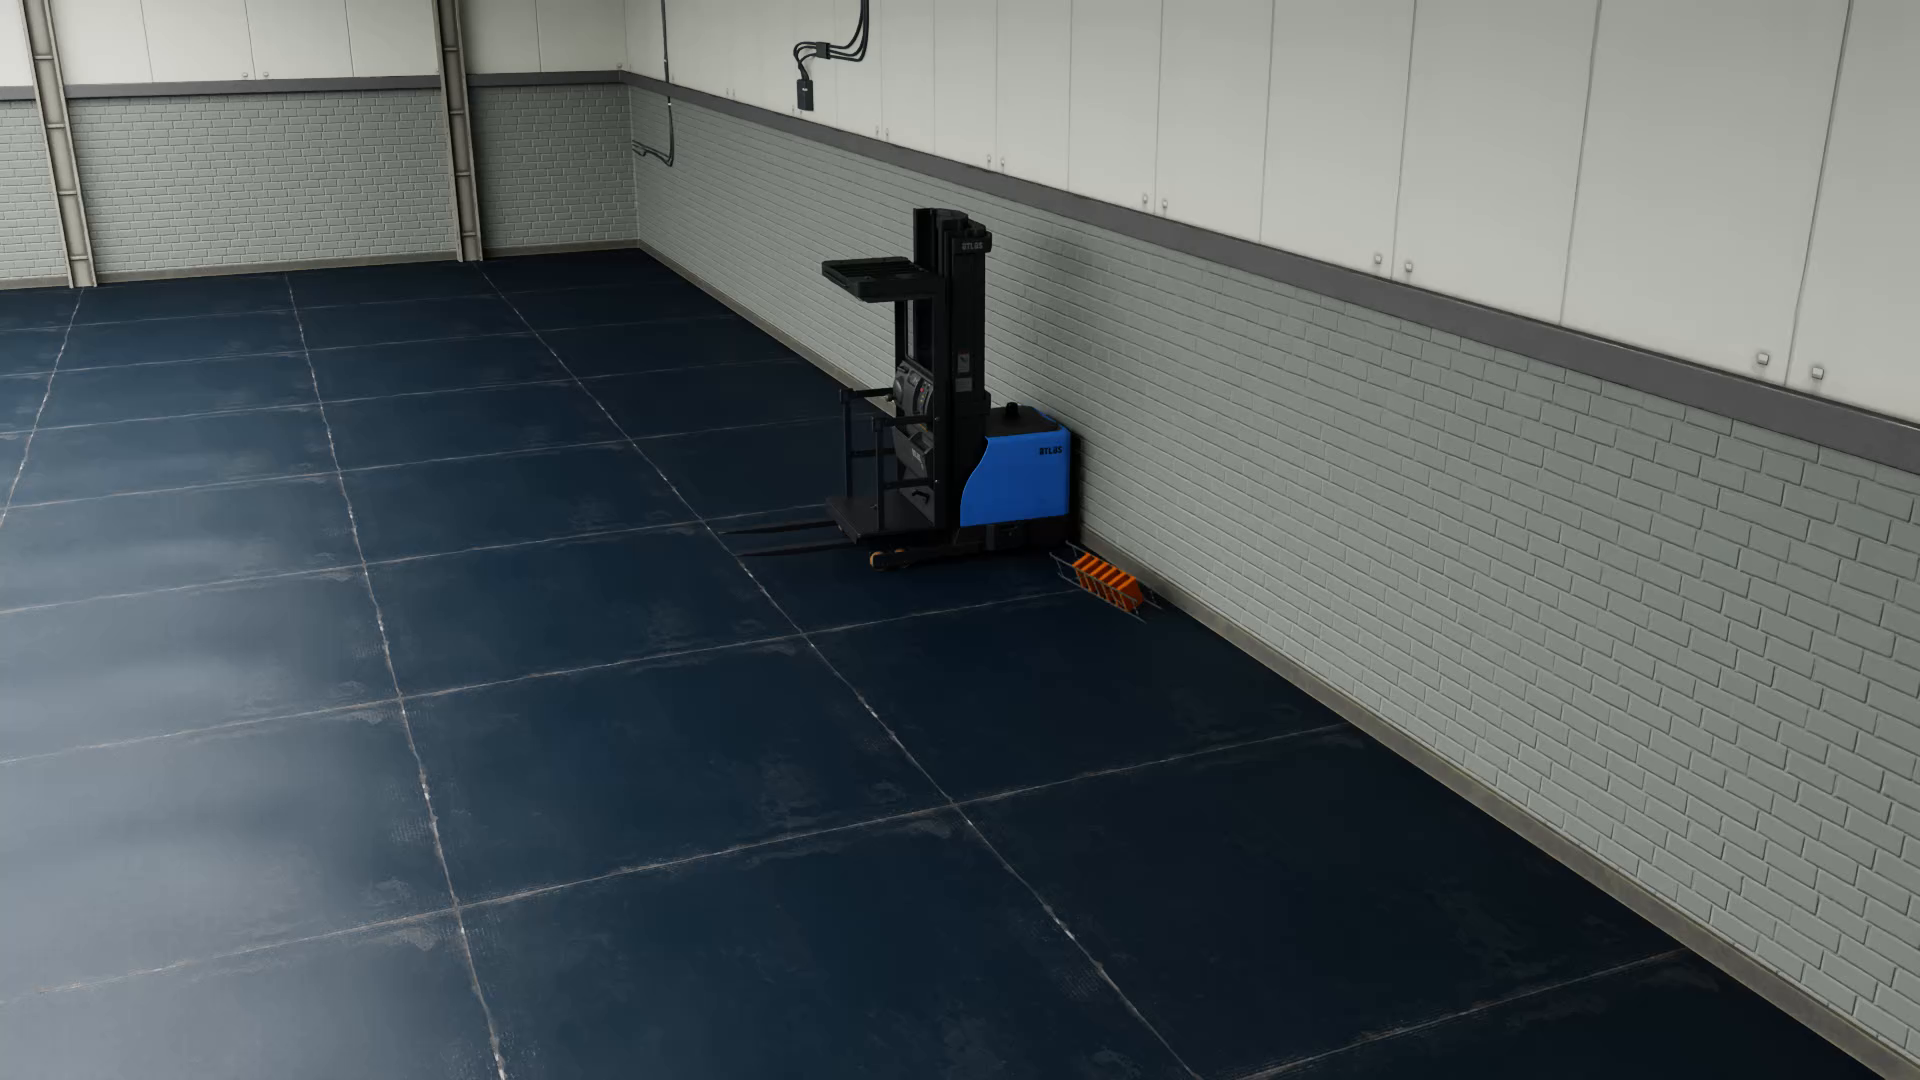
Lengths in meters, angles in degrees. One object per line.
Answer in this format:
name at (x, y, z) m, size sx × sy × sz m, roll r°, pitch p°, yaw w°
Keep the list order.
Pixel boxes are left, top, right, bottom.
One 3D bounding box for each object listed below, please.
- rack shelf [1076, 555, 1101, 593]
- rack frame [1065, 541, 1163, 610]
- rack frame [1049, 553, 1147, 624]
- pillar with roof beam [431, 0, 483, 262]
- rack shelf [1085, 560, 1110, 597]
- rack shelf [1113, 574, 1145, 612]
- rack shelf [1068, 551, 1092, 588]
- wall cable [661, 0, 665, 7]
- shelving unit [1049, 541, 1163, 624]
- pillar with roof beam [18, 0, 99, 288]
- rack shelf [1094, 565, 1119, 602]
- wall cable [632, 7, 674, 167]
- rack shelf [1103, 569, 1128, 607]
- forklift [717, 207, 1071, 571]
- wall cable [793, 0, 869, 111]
rack shelf at (1.094, 0.286, 13.702) m, size 0.180 × 0.258 × 0.103 m, roll -36°, pitch 34°, yaw -18°
rack frame at (1.252, 0.285, 13.600) m, size 0.006 × 0.240 × 1.200 m, roll -36°, pitch 34°, yaw -18°
rack frame at (1.111, 0.387, 13.544) m, size 0.006 × 0.240 × 1.200 m, roll -36°, pitch 34°, yaw -18°
pillar with roof beam at (-6.779, -7.786, 23.586) m, size 0.400 × 9.000 × 9.100 m, roll -8°, pitch 21°, yaw -22°
rack shelf at (1.158, 0.323, 13.607) m, size 0.180 × 0.258 × 0.103 m, roll -36°, pitch 34°, yaw -18°
rack shelf at (1.349, 0.432, 13.323) m, size 0.180 × 0.258 × 0.103 m, roll -36°, pitch 34°, yaw -18°
rack shelf at (1.030, 0.250, 13.797) m, size 0.180 × 0.258 × 0.103 m, roll -36°, pitch 34°, yaw -18°
wall cable at (-4.183, -9.176, 24.604) m, size 0.112 × 2.526 × 3.097 m, roll -8°, pitch 21°, yaw -22°
shelving unit at (1.181, 0.336, 13.572) m, size 0.189 × 0.258 × 1.200 m, roll -36°, pitch 34°, yaw -18°
pillar with roof beam at (-12.288, -6.997, 21.345) m, size 0.400 × 9.000 × 9.100 m, roll -8°, pitch 21°, yaw -22°
rack shelf at (1.222, 0.359, 13.512) m, size 0.180 × 0.258 × 0.103 m, roll -36°, pitch 34°, yaw -18°
wall cable at (-5.255, -7.619, 27.786) m, size 0.112 × 2.526 × 3.097 m, roll -8°, pitch 21°, yaw -22°
rack shelf at (1.285, 0.396, 13.417) m, size 0.180 × 0.258 × 0.103 m, roll -36°, pitch 34°, yaw -18°
forklift at (-0.590, -1.313, 14.339) m, size 3.031 × 2.935 × 1.130 m, roll -7°, pitch 20°, yaw -18°
wall cable at (-1.509, -7.790, 18.477) m, size 0.169 × 6.003 × 2.305 m, roll -8°, pitch 21°, yaw -22°
